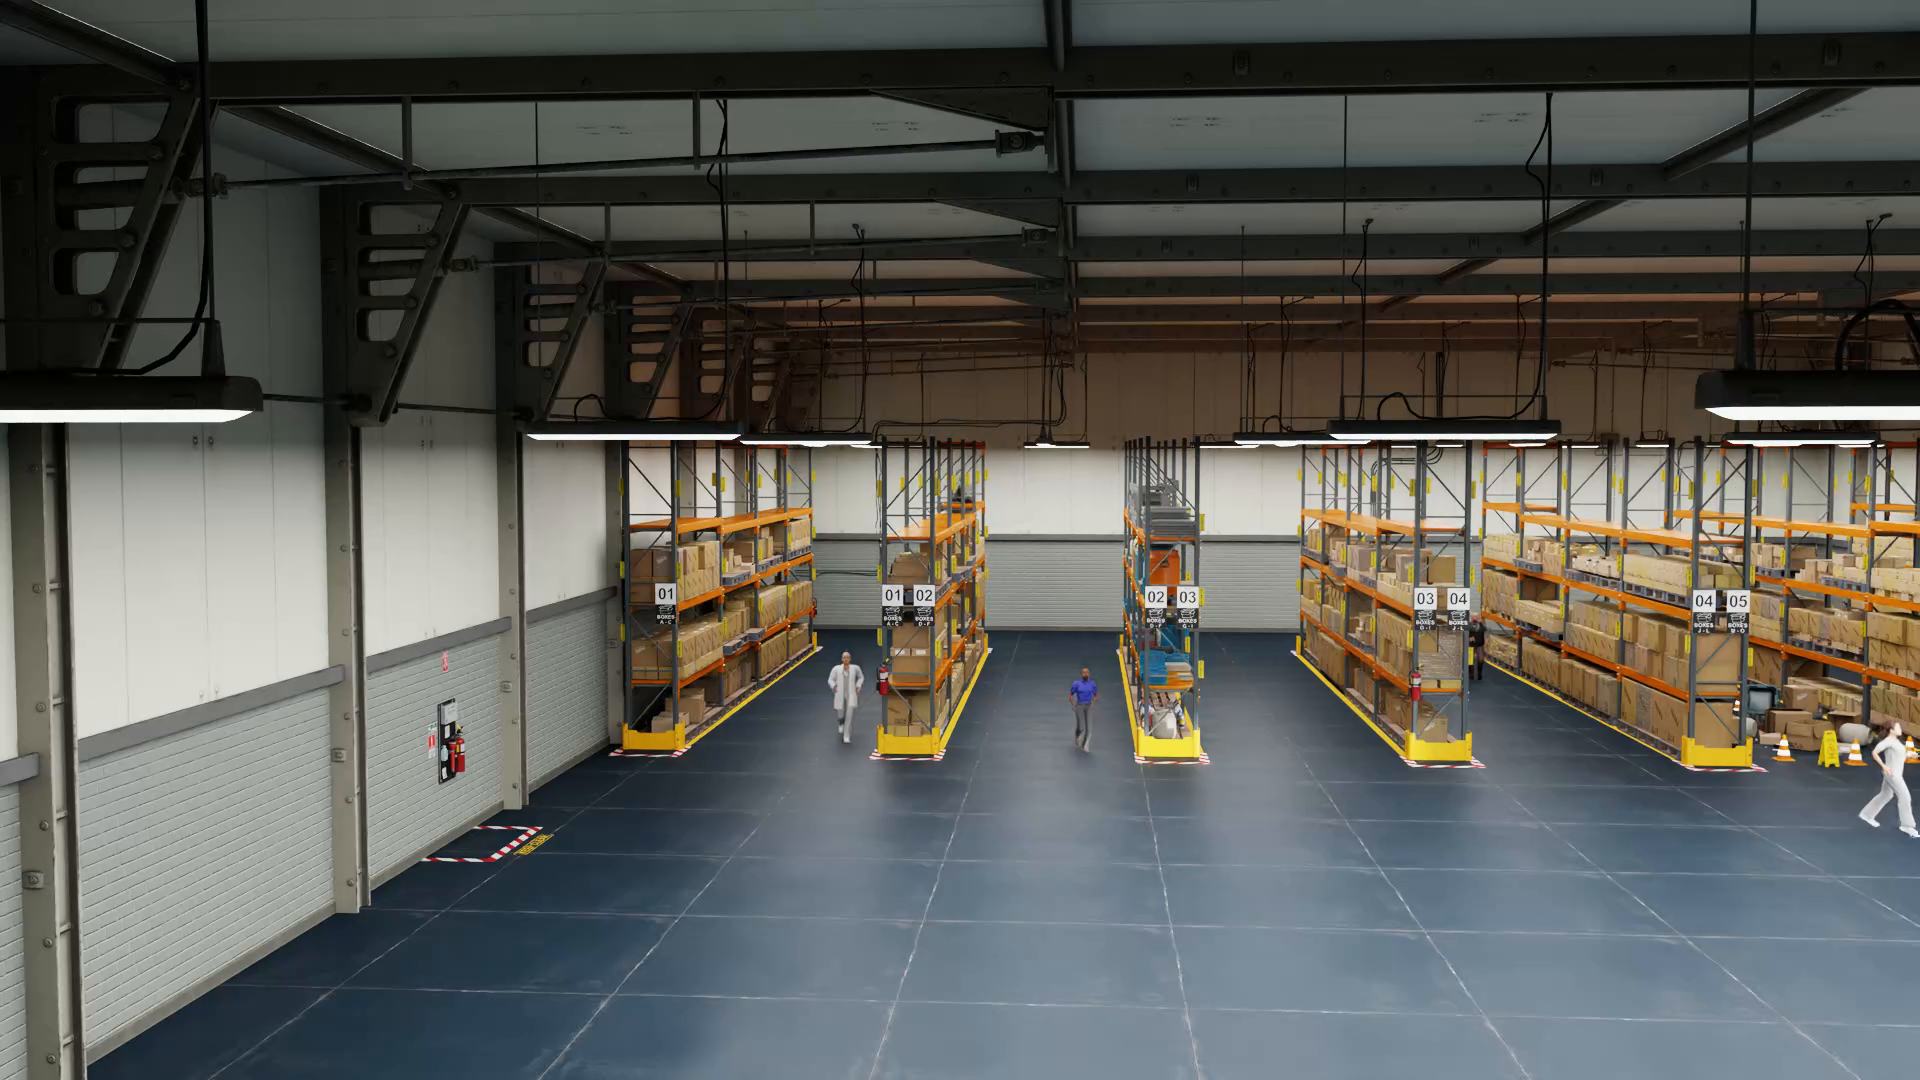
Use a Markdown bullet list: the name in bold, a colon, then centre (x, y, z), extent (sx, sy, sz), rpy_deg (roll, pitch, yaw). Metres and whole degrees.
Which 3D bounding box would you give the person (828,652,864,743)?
- **person**: centre (-2.246, 3.089, 32.810), extent (0.712, 1.737, 0.920), rpy_deg (0, 3, -4)

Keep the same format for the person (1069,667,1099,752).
- **person**: centre (2.370, 3.231, 31.642), extent (0.564, 1.589, 0.535), rpy_deg (0, 3, -5)

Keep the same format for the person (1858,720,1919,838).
- **person**: centre (13.928, 3.537, 24.862), extent (0.879, 1.702, 0.550), rpy_deg (2, 4, 38)

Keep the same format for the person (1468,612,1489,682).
- **person**: centre (12.821, 2.670, 41.300), extent (0.685, 1.742, 0.692), rpy_deg (0, 3, 8)
